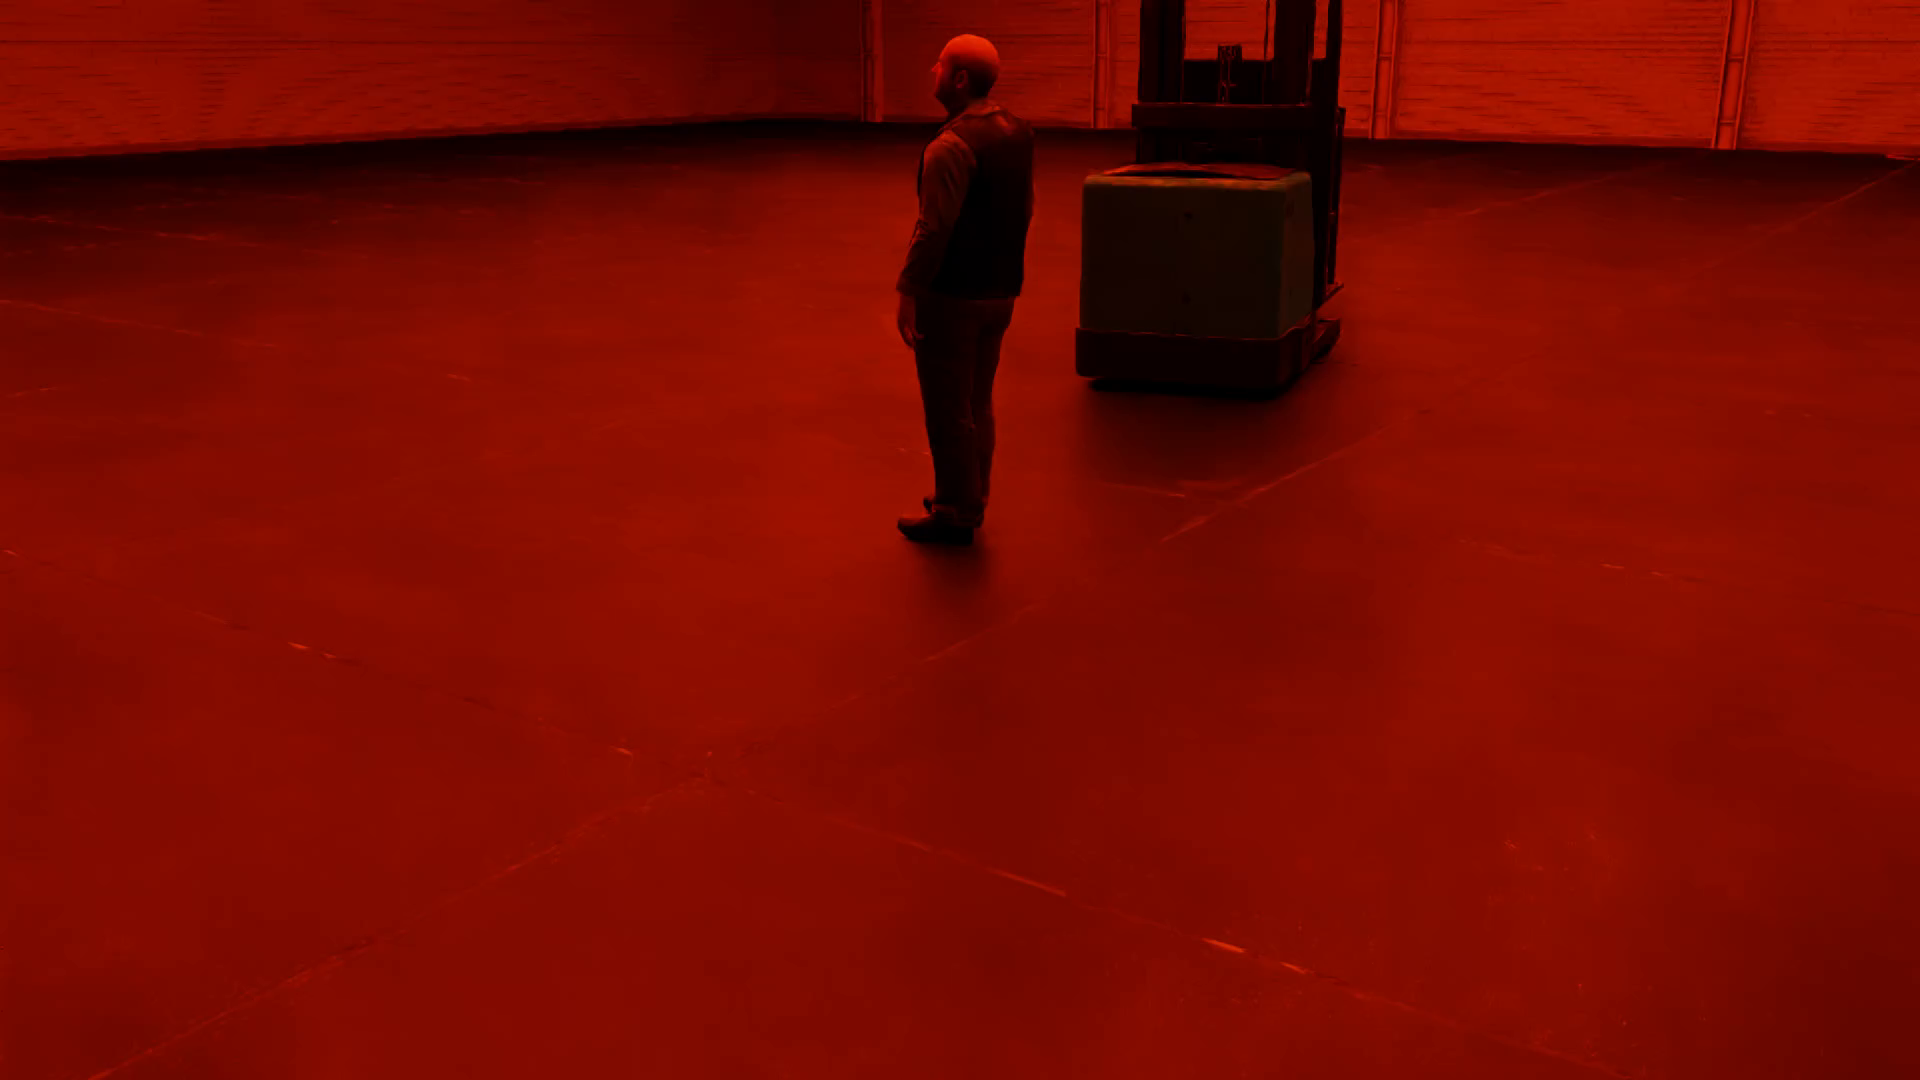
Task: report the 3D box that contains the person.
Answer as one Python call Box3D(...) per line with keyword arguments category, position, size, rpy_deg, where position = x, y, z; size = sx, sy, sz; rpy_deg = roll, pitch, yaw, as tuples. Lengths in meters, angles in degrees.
Box3D(category="person", position=(-0.047, -0.843, 5.740), size=(0.567, 1.720, 0.632), rpy_deg=(11, 20, 33))

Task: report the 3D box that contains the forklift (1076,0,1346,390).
Box3D(category="forklift", position=(1.602, -2.532, 9.300), size=(1.130, 2.935, 3.031), rpy_deg=(6, 18, 20))
